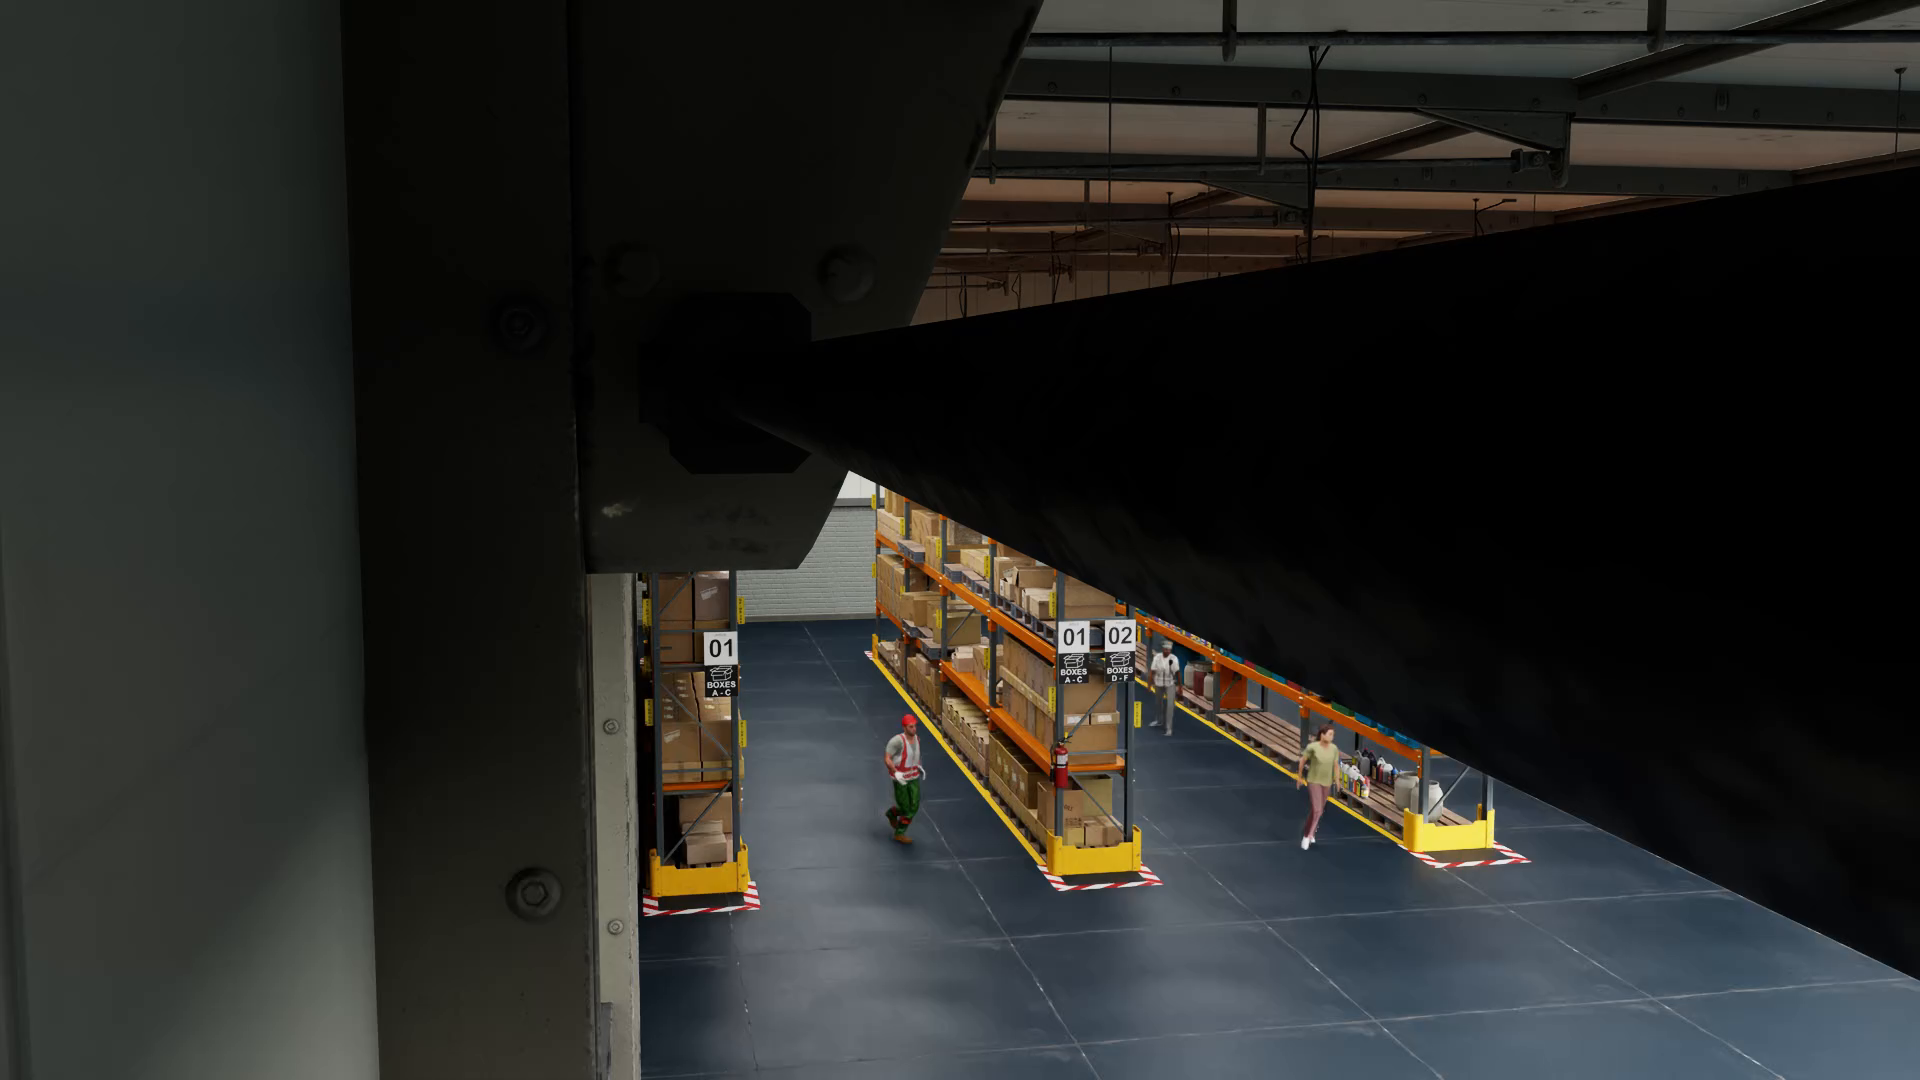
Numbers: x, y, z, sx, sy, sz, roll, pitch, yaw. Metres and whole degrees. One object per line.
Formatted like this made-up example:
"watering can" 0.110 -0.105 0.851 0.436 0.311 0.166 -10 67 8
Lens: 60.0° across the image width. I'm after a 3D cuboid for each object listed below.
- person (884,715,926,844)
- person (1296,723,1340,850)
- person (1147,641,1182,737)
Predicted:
"person" -0.792 3.183 22.368 0.651 1.734 0.627 -5 8 -40
"person" 4.731 3.232 22.005 0.577 1.643 0.615 -2 6 -16
"person" 3.561 2.545 29.026 0.624 1.637 0.849 2 6 17
